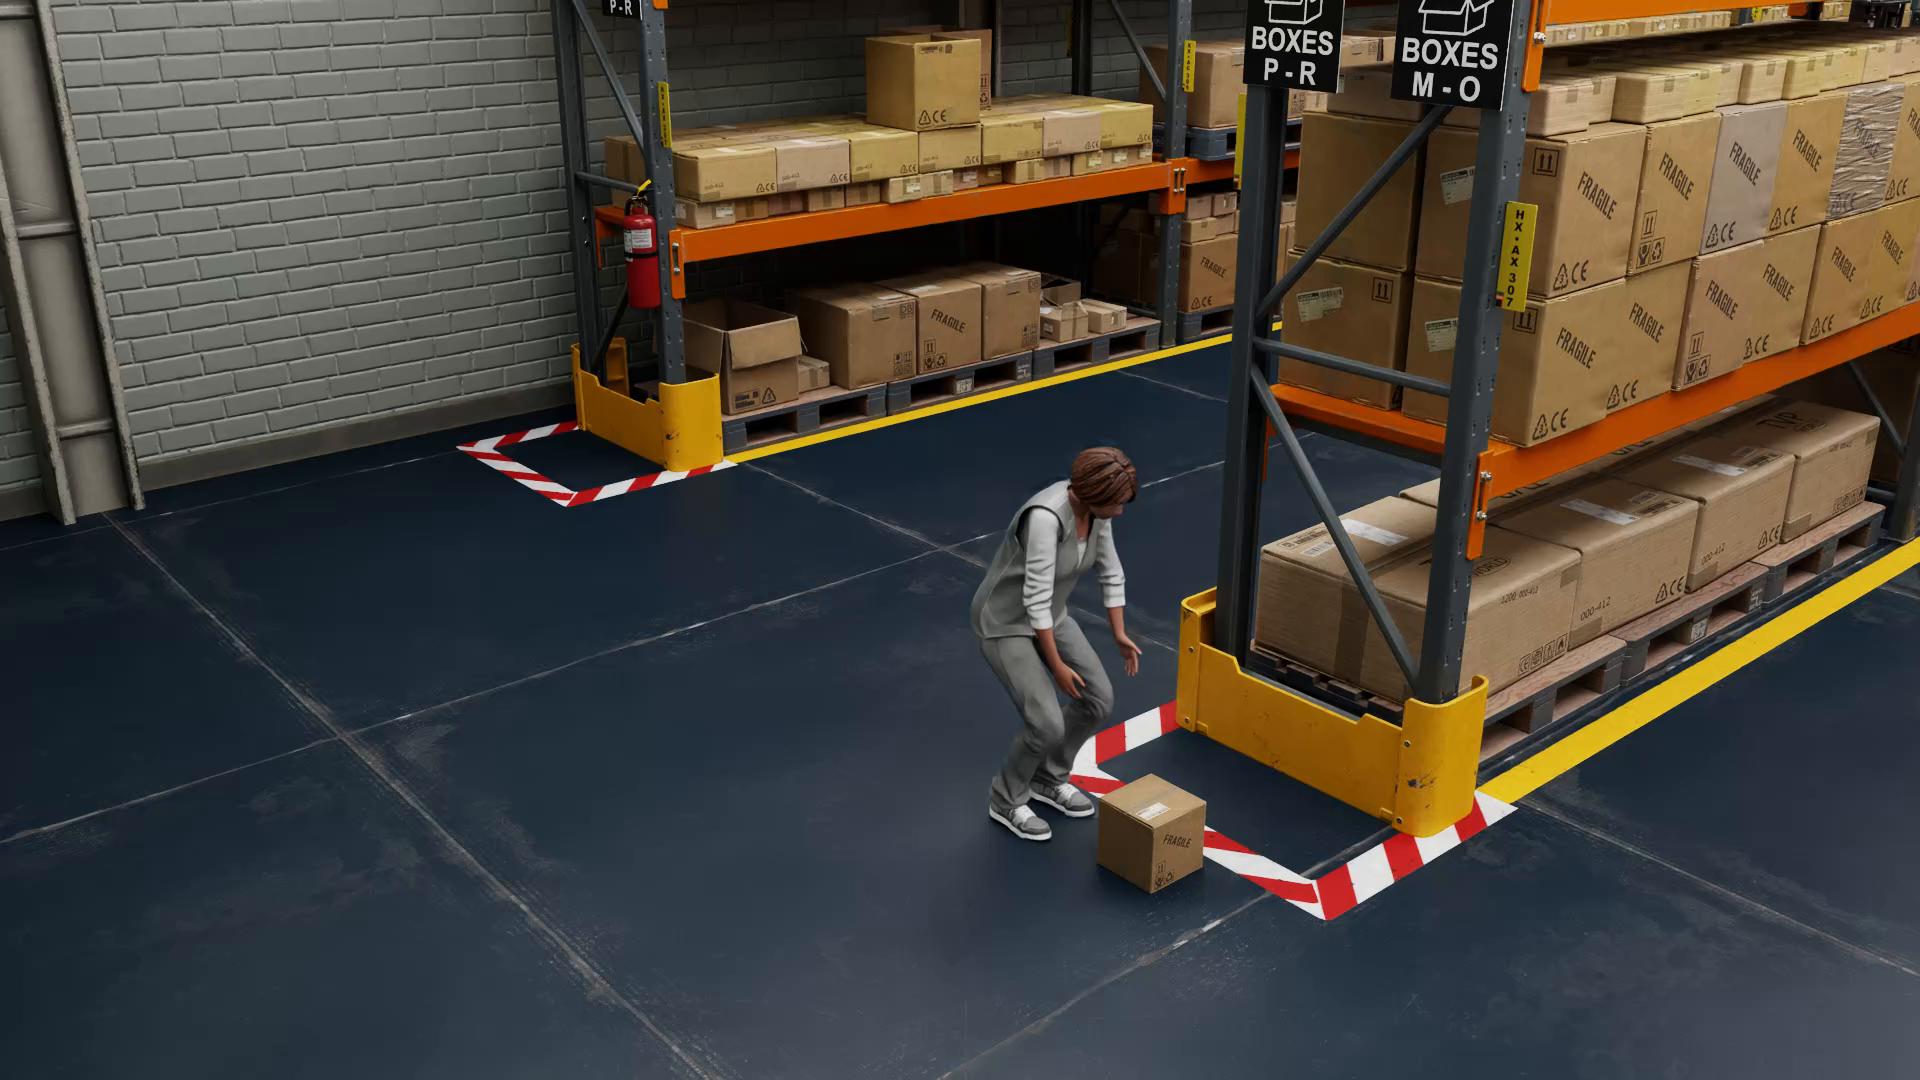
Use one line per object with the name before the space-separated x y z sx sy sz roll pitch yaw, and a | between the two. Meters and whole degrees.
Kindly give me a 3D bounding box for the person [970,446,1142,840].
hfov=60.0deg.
person | 0.326 0.326 5.573 0.581 1.381 0.458 19 28 40
